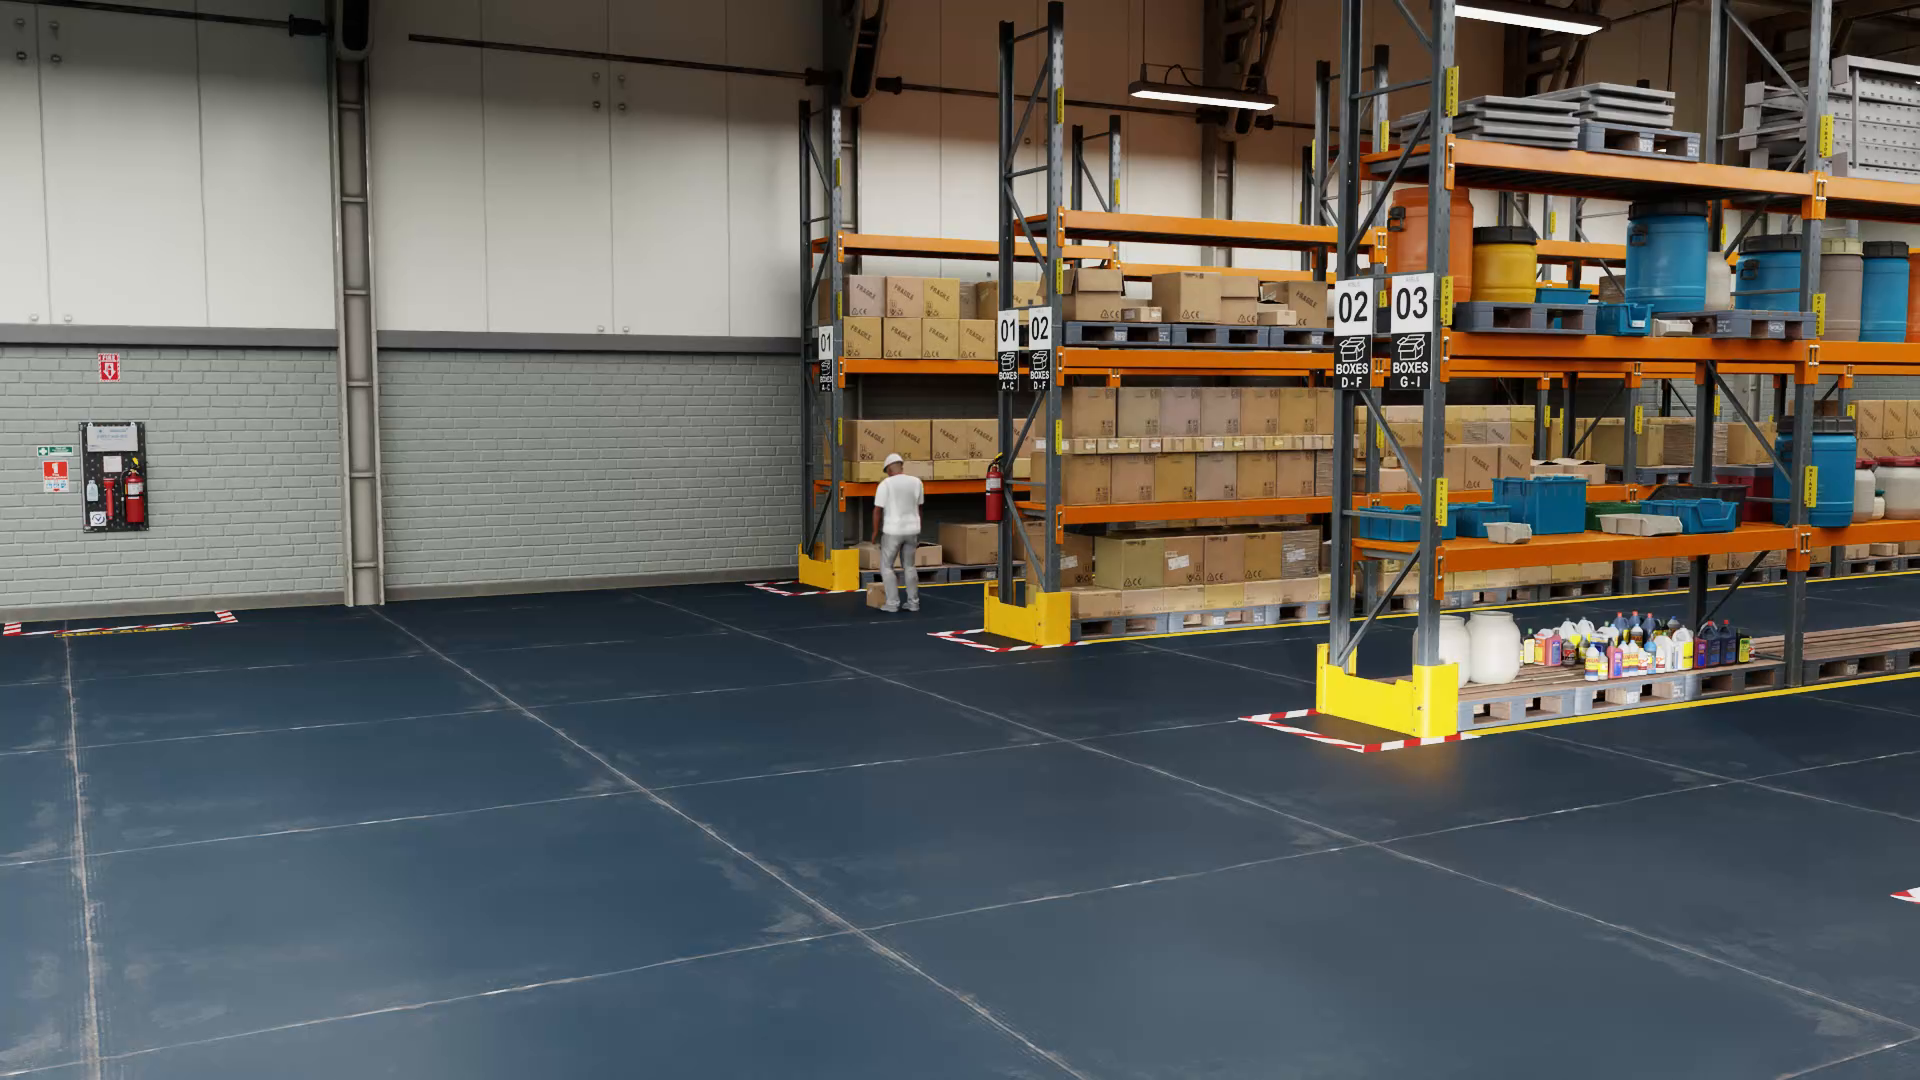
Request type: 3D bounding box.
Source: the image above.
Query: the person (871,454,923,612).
[{"bbox_3d":[-0.689,-0.079,18.278,0.588,1.725,0.437,-3,6,-27],"label":"person"}]
